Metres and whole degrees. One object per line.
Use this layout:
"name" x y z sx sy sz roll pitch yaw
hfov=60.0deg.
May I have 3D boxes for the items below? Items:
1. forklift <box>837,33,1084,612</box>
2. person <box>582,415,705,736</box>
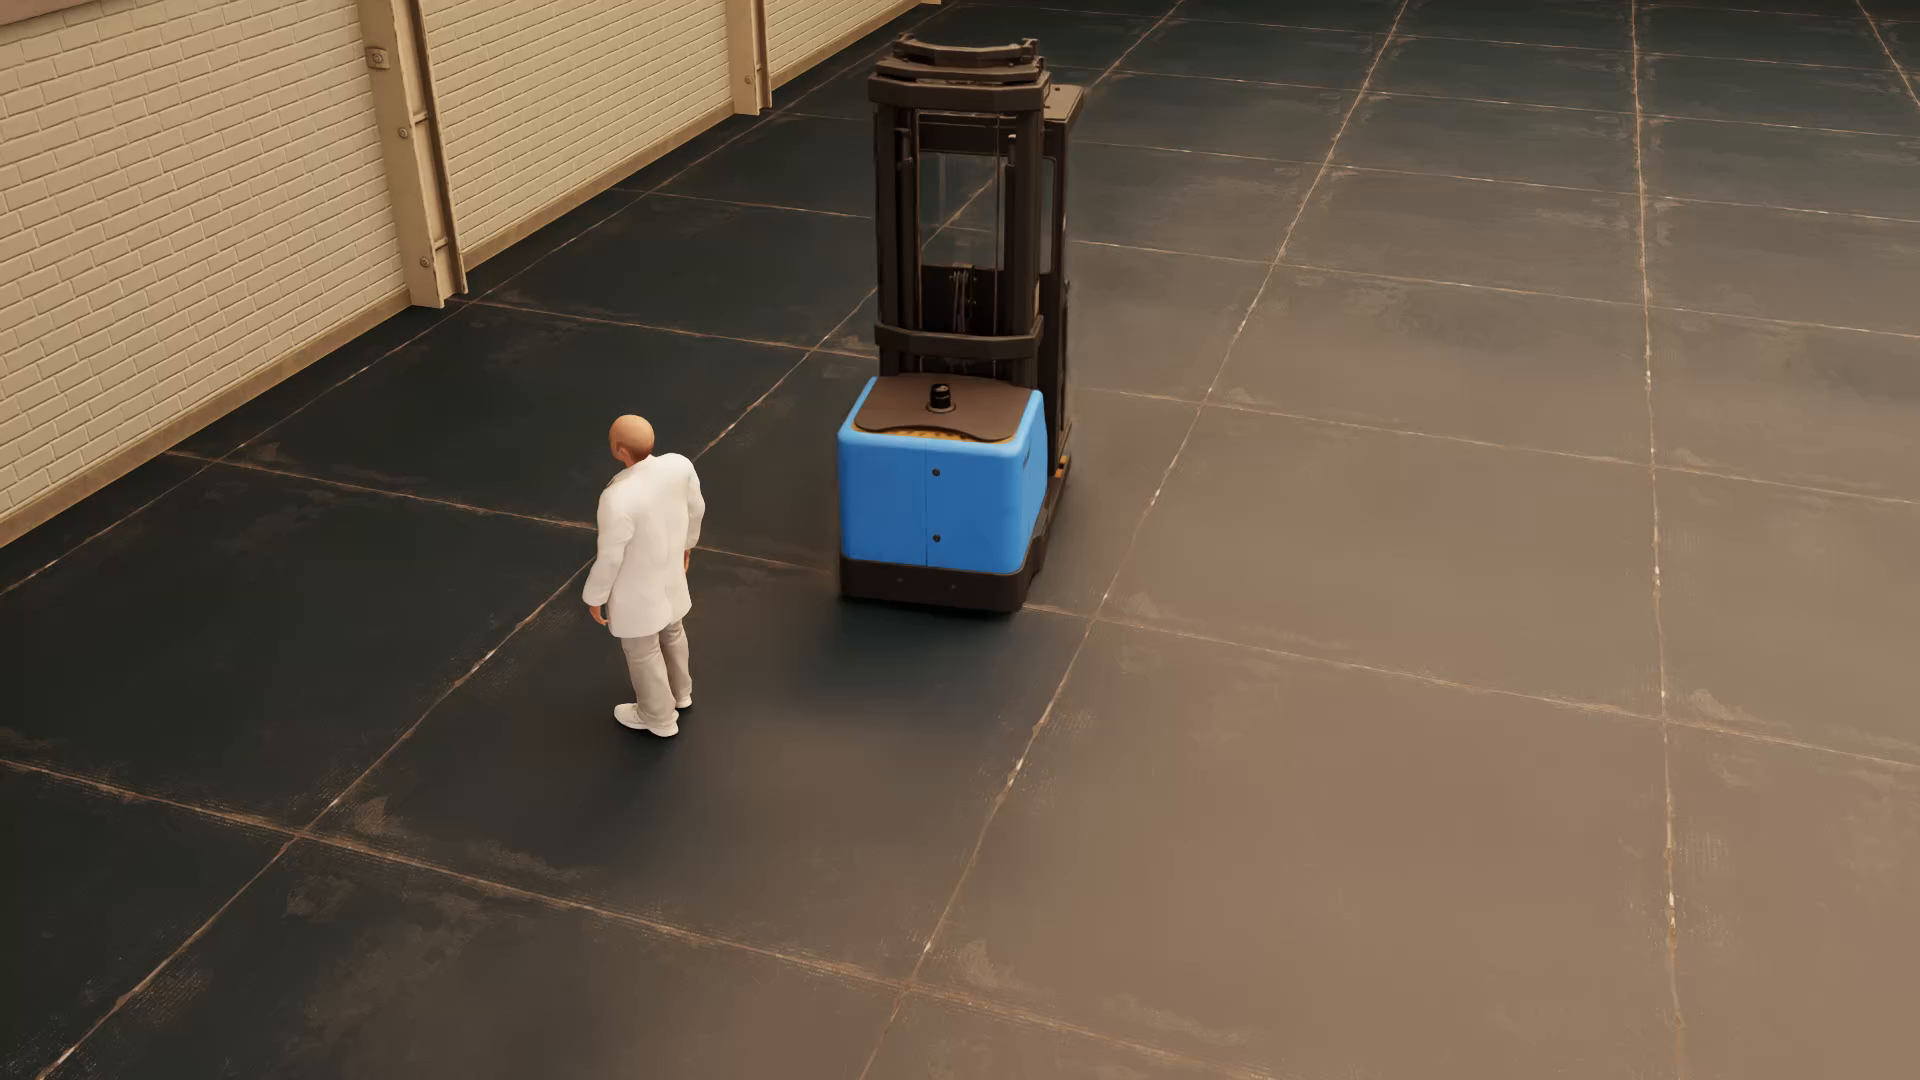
"forklift" 0.107 -1.586 9.919 1.130 2.935 3.031 6 30 10
"person" -1.581 0.152 8.020 0.582 1.775 0.695 21 36 32
